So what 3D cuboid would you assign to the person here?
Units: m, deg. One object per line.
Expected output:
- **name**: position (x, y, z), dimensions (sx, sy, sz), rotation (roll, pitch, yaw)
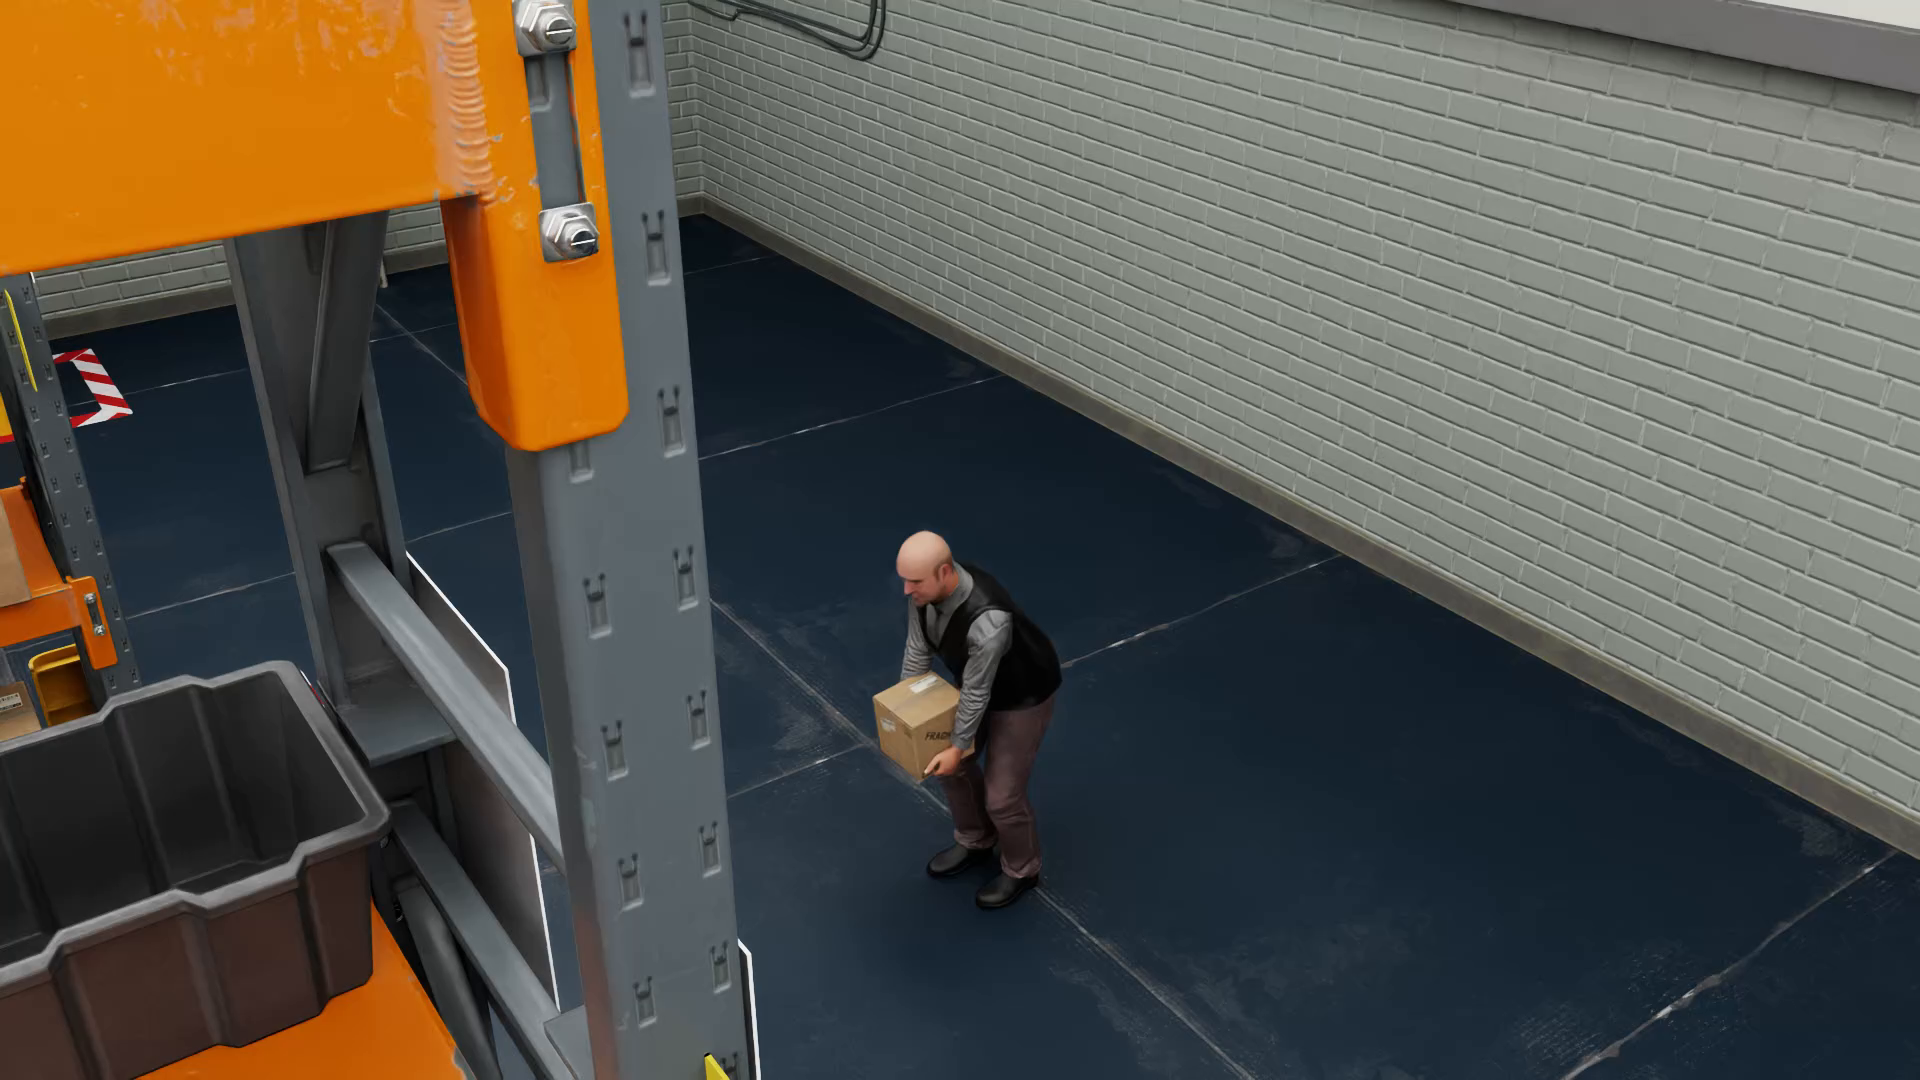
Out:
- **person**: position (0.054, 0.630, 6.103), dimensions (0.644, 1.616, 0.473), rotation (-19, 34, -32)
